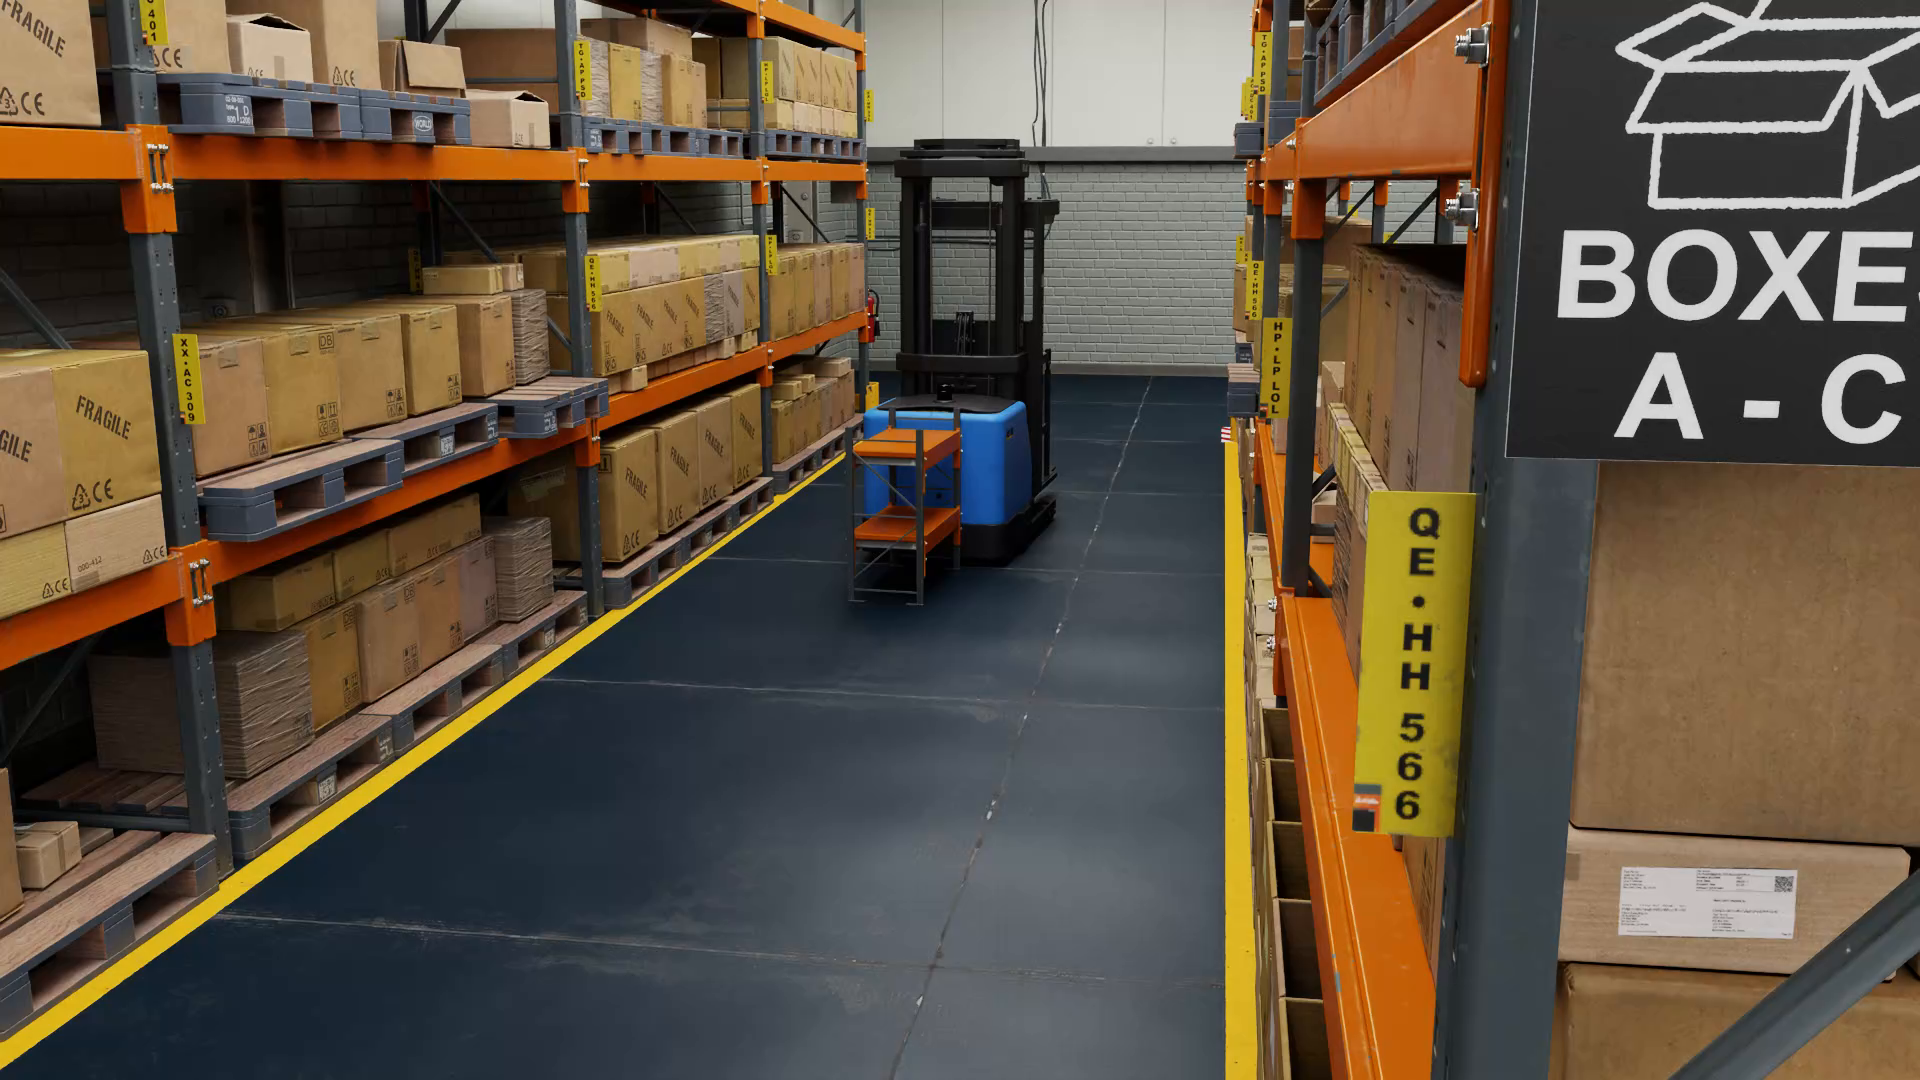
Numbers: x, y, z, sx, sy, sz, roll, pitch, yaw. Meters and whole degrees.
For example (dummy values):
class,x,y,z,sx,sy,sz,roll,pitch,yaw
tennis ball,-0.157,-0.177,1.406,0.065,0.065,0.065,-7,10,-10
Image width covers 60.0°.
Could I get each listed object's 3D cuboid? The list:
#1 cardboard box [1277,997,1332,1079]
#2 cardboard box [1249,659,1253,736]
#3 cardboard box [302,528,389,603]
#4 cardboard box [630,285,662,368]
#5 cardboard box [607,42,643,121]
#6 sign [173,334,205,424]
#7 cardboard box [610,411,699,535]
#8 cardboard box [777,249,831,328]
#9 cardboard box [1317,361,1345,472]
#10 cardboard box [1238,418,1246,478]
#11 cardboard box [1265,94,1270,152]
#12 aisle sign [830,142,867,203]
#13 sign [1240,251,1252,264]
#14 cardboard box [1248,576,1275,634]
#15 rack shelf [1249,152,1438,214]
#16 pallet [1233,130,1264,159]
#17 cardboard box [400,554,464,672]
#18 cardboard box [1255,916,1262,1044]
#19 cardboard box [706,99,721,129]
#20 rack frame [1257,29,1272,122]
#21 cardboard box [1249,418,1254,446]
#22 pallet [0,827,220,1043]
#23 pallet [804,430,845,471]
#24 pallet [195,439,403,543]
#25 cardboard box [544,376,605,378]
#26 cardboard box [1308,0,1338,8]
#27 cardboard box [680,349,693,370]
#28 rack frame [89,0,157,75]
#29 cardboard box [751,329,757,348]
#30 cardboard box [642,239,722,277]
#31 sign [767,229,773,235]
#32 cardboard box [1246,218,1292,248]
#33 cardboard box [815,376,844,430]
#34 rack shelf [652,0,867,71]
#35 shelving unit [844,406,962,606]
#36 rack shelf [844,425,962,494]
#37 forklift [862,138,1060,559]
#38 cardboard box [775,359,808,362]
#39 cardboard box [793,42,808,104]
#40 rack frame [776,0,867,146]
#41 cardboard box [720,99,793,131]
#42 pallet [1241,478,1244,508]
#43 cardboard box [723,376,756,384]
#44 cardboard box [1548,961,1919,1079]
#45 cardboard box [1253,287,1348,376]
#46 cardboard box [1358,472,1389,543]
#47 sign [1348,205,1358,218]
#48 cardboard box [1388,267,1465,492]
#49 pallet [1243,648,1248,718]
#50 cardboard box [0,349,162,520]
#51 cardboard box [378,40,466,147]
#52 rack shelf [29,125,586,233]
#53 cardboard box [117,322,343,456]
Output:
class,x,y,z,sx,sy,sz,roll,pitch,yaw
cardboard box,0.879,1.261,3.271,0.500,0.500,0.500,2,12,9
cardboard box,1.581,0.712,7.601,0.500,0.250,0.500,2,12,10
cardboard box,-3.091,0.113,7.959,0.500,0.250,0.500,2,12,7
cardboard box,-2.296,-1.412,10.934,0.500,0.500,0.500,2,12,11
cardboard box,-2.568,-3.066,11.199,0.700,0.500,0.500,3,12,12
sign,-2.791,-0.581,6.013,0.100,0.325,0.005,2,12,9
cardboard box,-2.330,-0.492,11.760,0.750,0.750,0.750,2,12,8
cardboard box,-1.779,-2.401,15.805,0.980,0.700,0.700,1,12,6
cardboard box,1.940,-0.546,7.667,0.500,0.500,0.500,1,12,6
cardboard box,2.604,-0.800,13.975,0.500,0.500,0.500,2,12,9
cardboard box,2.294,-2.560,9.894,0.910,0.500,0.500,2,12,9
aisle sign,-1.176,-3.948,17.520,0.394,0.787,0.004,2,12,9
sign,2.260,-2.118,13.148,0.100,0.325,0.005,2,12,9
cardboard box,1.658,0.333,8.025,0.500,0.311,0.500,2,12,7
rack shelf,2.489,-2.377,10.993,1.077,0.370,4.000,2,12,9
pallet,2.627,-2.920,12.249,1.213,0.211,1.003,2,12,9
cardboard box,-3.015,0.360,8.592,0.700,0.500,0.500,2,12,8
cardboard box,1.114,1.316,4.798,0.500,0.250,0.500,2,12,9
cardboard box,-2.225,-3.636,14.247,0.500,0.250,0.500,2,12,9
rack frame,2.797,-4.612,12.533,1.000,3.000,0.127,2,12,9
cardboard box,2.328,-0.738,11.906,0.500,0.250,0.500,2,12,9
pallet,-3.397,1.331,5.818,1.003,0.211,1.213,2,12,9
pallet,-1.719,-0.886,16.104,1.003,0.211,1.213,2,12,9
pallet,-3.067,-0.234,6.915,1.003,0.211,1.213,2,12,9
cardboard box,-2.434,-0.954,10.350,0.380,0.149,0.250,2,12,8
cardboard box,1.146,-1.502,4.103,0.500,0.311,0.500,1,12,6
cardboard box,-2.161,-1.328,12.086,0.380,0.149,0.250,2,12,10
rack frame,-3.329,-3.106,5.547,1.000,3.000,0.127,2,12,9
cardboard box,-1.871,-1.646,13.561,0.380,0.149,0.250,2,12,9
cardboard box,-2.084,-2.092,12.308,0.500,0.250,0.500,2,12,10
sign,-2.031,-3.153,17.759,0.100,0.325,0.005,2,12,9
cardboard box,2.929,-2.753,15.535,0.500,0.500,0.500,2,12,9
cardboard box,-1.569,-1.402,16.814,0.700,0.500,0.500,2,12,8
rack shelf,-1.791,-4.641,15.324,1.077,0.370,4.000,2,12,9
shelving unit,-0.358,-0.252,10.993,0.538,1.125,1.048,3,12,13
rack shelf,-0.358,-0.538,10.931,0.538,0.278,1.000,3,12,13
forklift,0.145,-1.562,12.783,1.130,2.935,3.031,3,12,13
cardboard box,-1.747,-1.750,16.891,0.380,0.149,0.250,2,12,9
cardboard box,-1.639,-4.099,14.616,0.500,0.500,0.500,2,12,7
rack frame,-1.483,-5.604,17.138,1.000,3.000,0.127,2,12,9
cardboard box,-1.732,-3.621,14.179,0.500,0.250,0.500,2,12,8
pallet,2.904,-0.459,14.122,1.003,0.211,1.213,2,12,9
cardboard box,-1.982,-1.433,15.417,0.380,0.149,0.250,1,12,7
cardboard box,1.036,0.673,2.012,0.700,0.500,0.500,2,12,9
cardboard box,2.167,-1.235,9.872,0.700,0.500,0.500,-2,12,-10
cardboard box,1.140,-0.062,3.883,0.380,0.149,0.250,2,12,7
sign,3.958,-3.210,16.771,0.100,0.325,0.005,2,12,9
cardboard box,1.273,-0.291,3.406,0.700,0.500,0.500,2,12,9
pallet,2.017,0.687,8.806,1.003,0.211,1.213,2,12,9
cardboard box,-3.096,-0.368,5.610,0.500,0.500,0.500,2,12,9
cardboard box,-3.004,-2.266,8.475,0.797,0.503,0.637,4,13,17
rack shelf,-3.021,-1.705,7.870,1.077,0.370,4.000,2,12,9
cardboard box,-3.124,-0.658,7.147,0.700,0.500,0.500,3,13,14
